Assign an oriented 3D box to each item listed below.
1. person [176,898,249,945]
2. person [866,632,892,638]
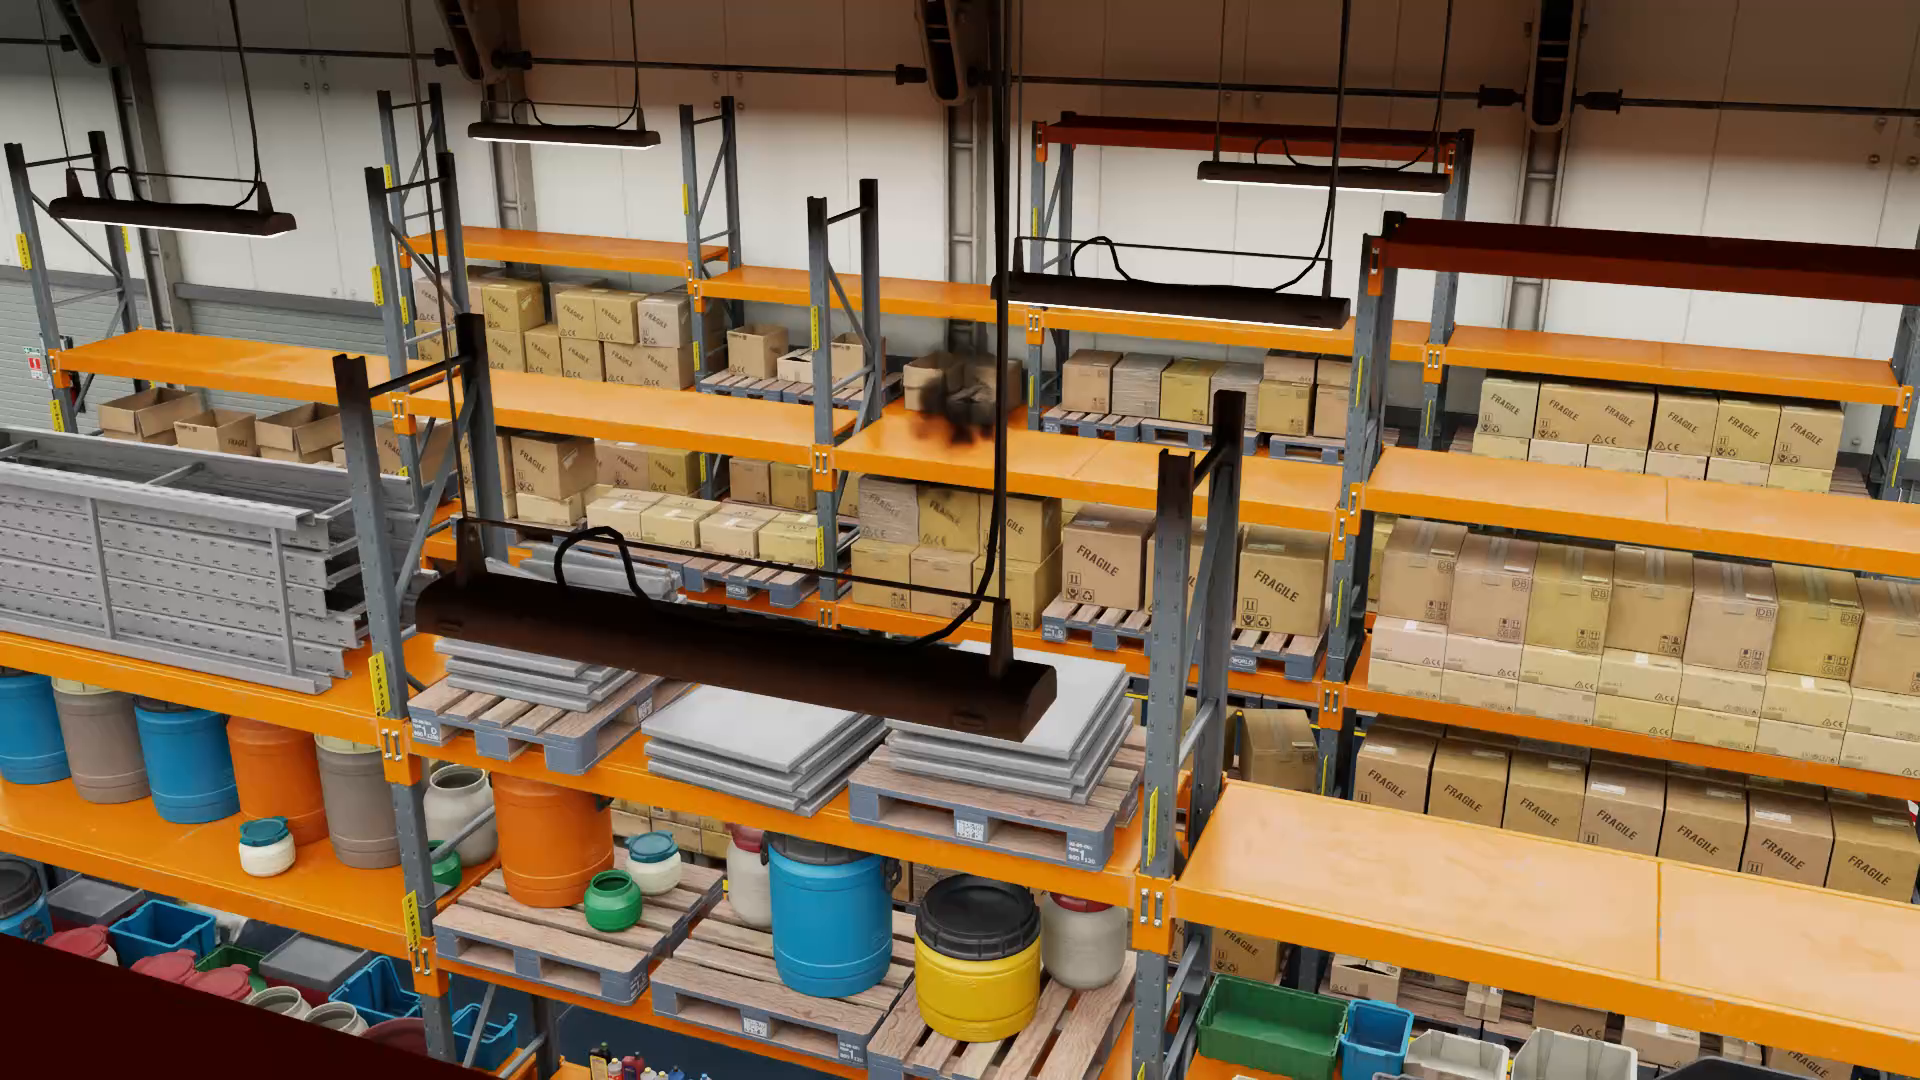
[{"bbox_3d":[-6.059,2.561,13.382,0.646,1.621,0.565,3,21,8],"label":"person"},{"bbox_3d":[-0.766,1.343,15.773,0.673,1.656,0.520,8,22,19],"label":"person"}]
